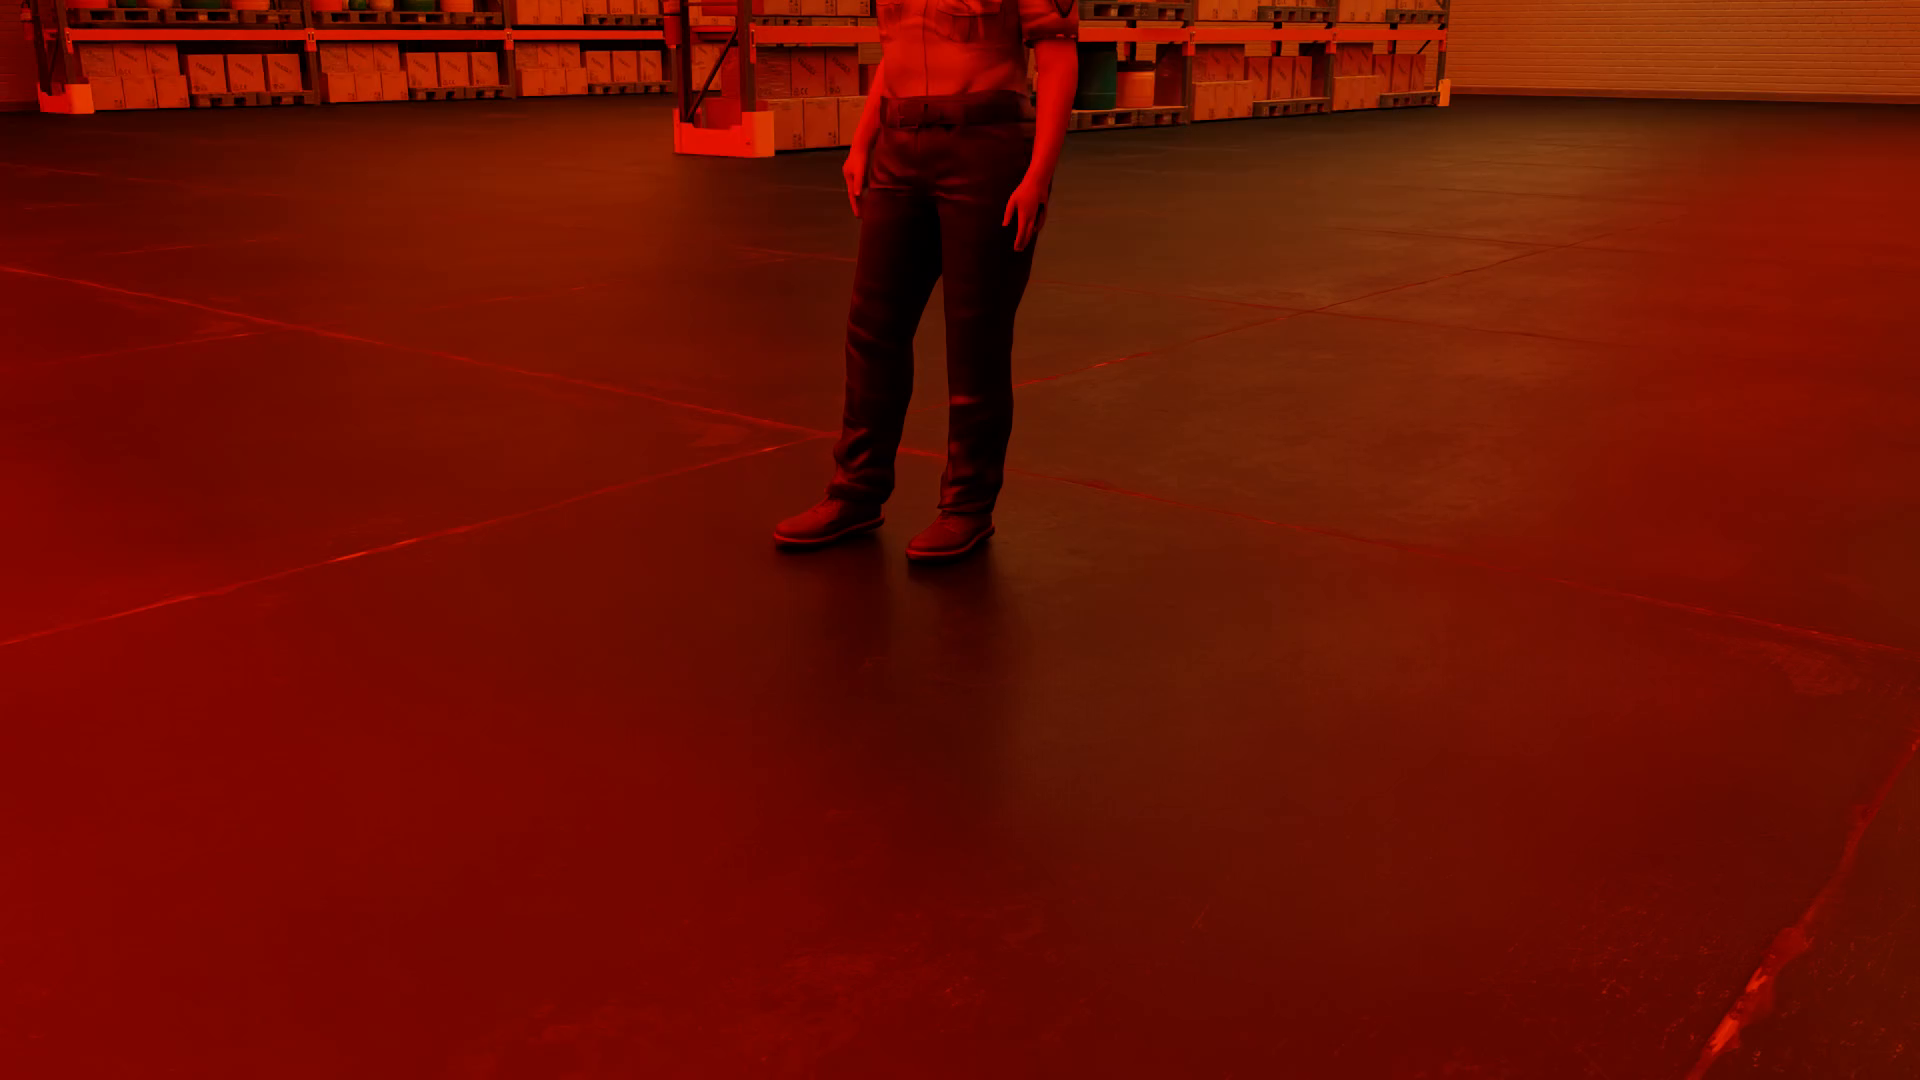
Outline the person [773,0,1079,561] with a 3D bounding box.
[{"bbox_3d":[-0.074,-0.780,3.648,0.598,1.651,0.503,13,21,37],"label":"person"}]
